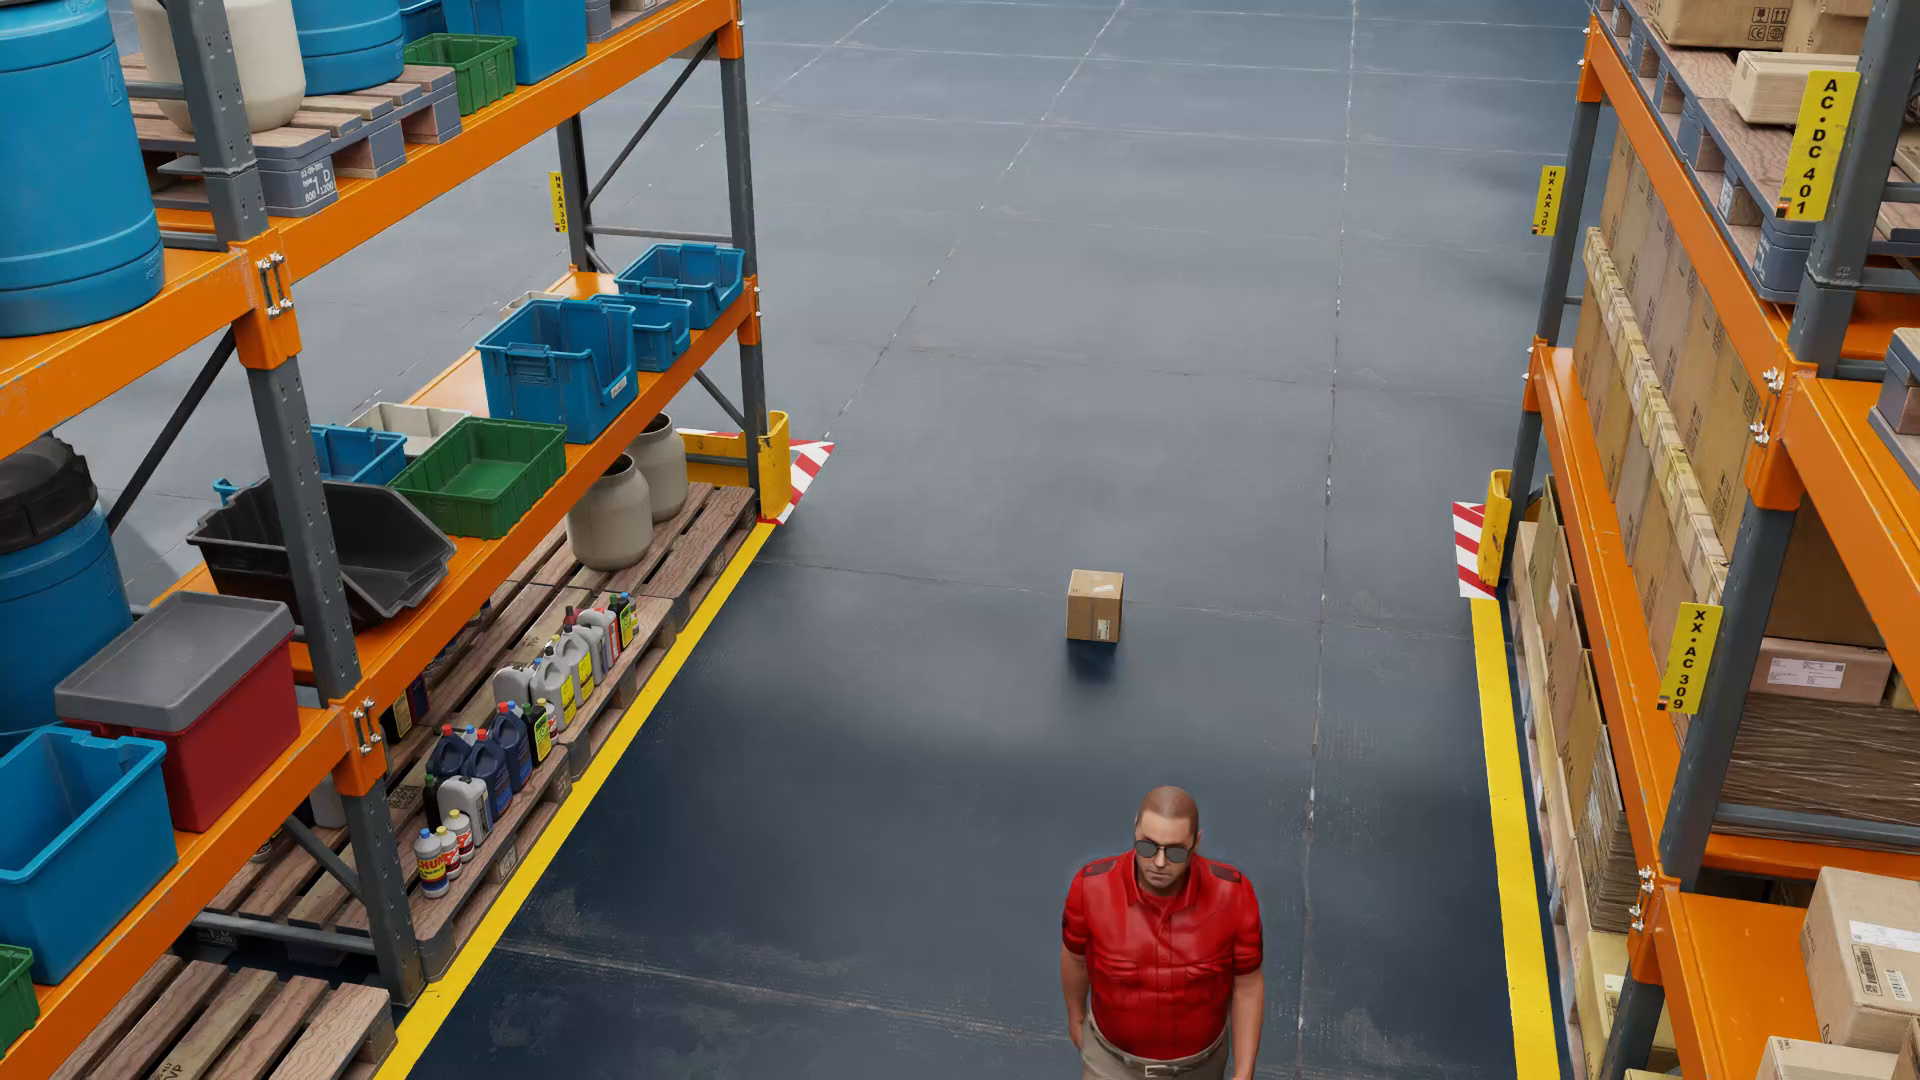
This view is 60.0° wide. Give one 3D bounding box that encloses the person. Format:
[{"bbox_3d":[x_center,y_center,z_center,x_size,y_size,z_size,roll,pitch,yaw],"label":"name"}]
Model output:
[{"bbox_3d":[0.546,1.403,4.569,0.535,1.672,1.068,0,29,-1],"label":"person"}]
